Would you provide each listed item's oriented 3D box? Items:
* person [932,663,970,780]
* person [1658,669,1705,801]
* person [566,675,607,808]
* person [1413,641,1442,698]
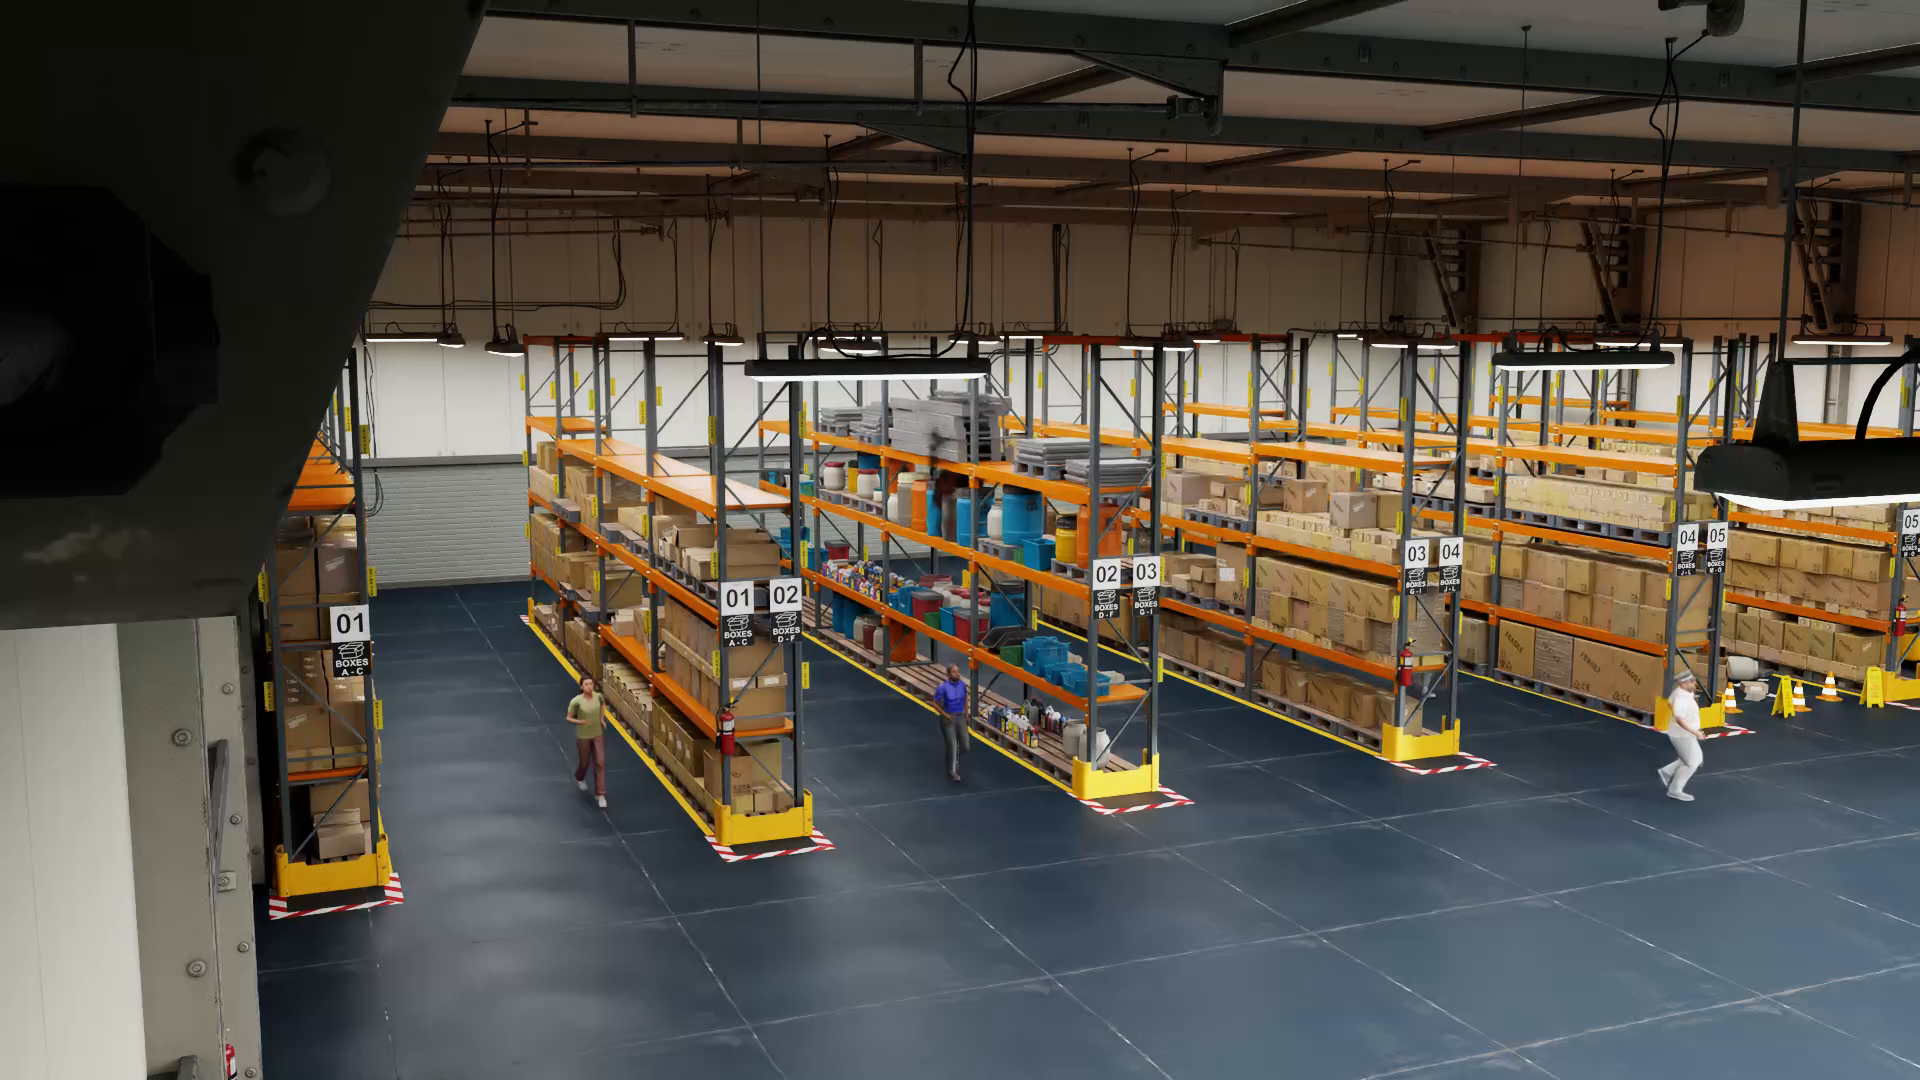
[{"bbox_3d":[-0.103,2.502,22.891,0.594,1.607,0.535,-4,9,-29],"label":"person"},{"bbox_3d":[9.551,2.561,21.986,0.550,1.752,0.666,3,8,18],"label":"person"},{"bbox_3d":[-4.881,2.597,21.848,0.576,1.684,0.956,-4,9,-29],"label":"person"},{"bbox_3d":[7.805,1.798,27.988,0.615,1.647,0.589,-4,9,-30],"label":"person"}]
